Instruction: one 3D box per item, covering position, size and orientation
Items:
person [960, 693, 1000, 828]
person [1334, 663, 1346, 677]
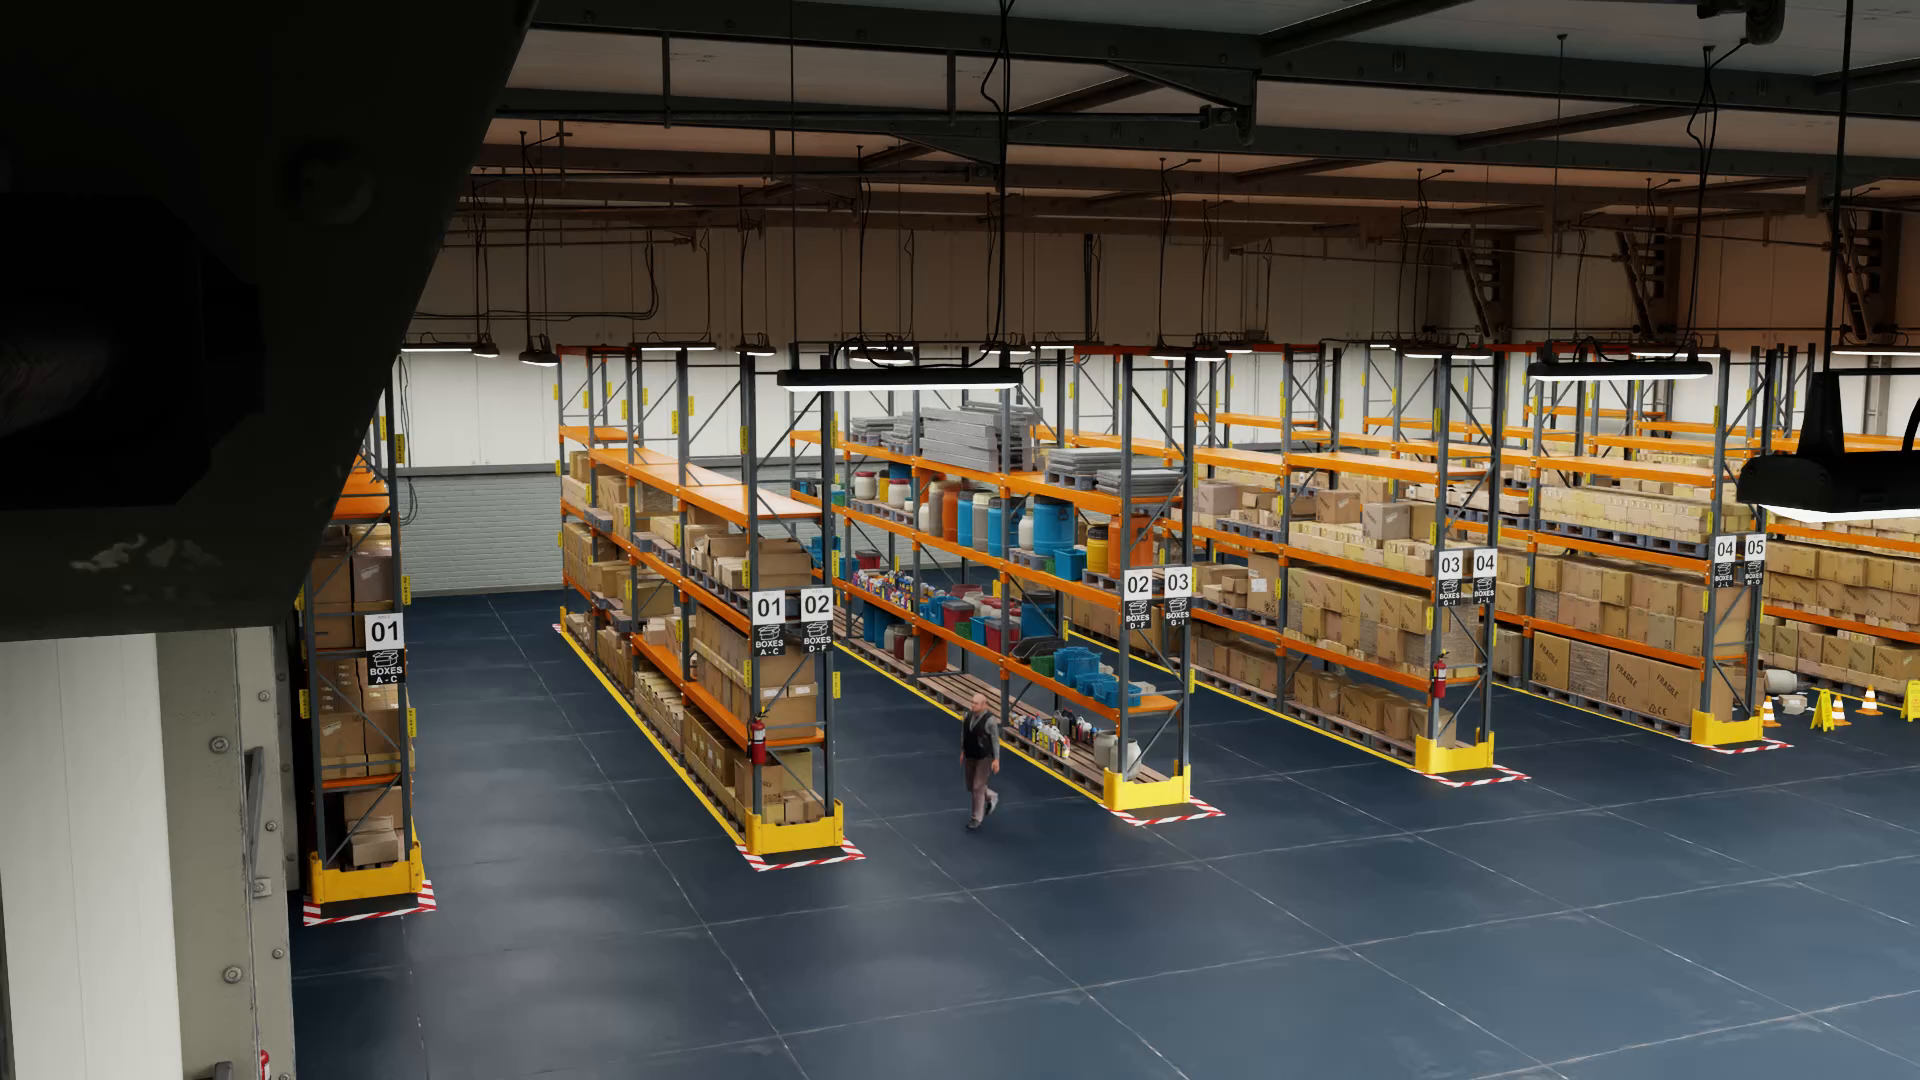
[{"bbox_3d":[0.280,2.790,21.325,0.603,1.706,0.806,7,10,43],"label":"person"},{"bbox_3d":[6.891,1.669,29.972,0.675,1.747,0.528,-1,7,-7],"label":"person"}]
